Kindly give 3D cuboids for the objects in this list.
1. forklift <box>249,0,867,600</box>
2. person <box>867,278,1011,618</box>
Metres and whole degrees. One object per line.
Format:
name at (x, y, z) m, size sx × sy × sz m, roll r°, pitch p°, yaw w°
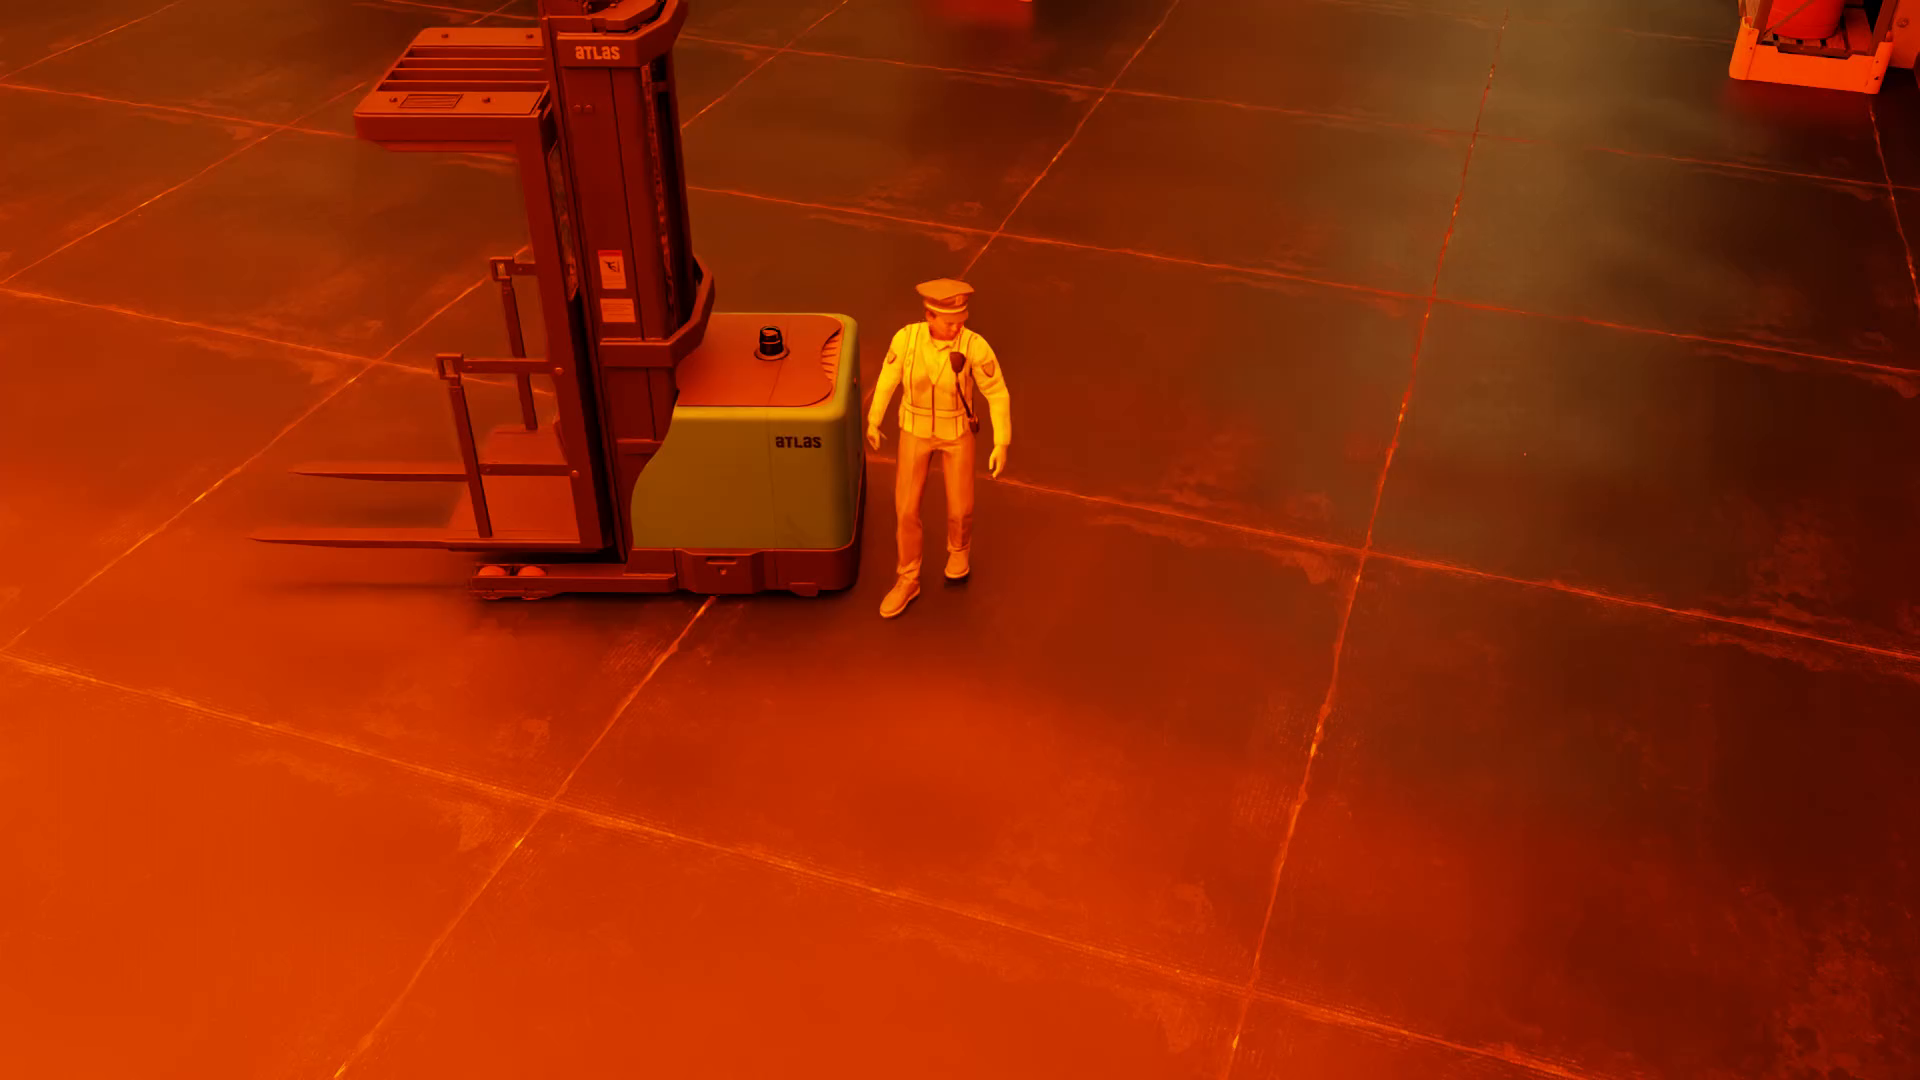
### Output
forklift at (-2.022, -1.205, 7.810) m, size 3.031 × 2.935 × 1.130 m, roll 0°, pitch 35°, yaw 1°
person at (-0.118, -0.432, 7.857) m, size 0.715 × 1.621 × 0.619 m, roll 4°, pitch 36°, yaw 6°
